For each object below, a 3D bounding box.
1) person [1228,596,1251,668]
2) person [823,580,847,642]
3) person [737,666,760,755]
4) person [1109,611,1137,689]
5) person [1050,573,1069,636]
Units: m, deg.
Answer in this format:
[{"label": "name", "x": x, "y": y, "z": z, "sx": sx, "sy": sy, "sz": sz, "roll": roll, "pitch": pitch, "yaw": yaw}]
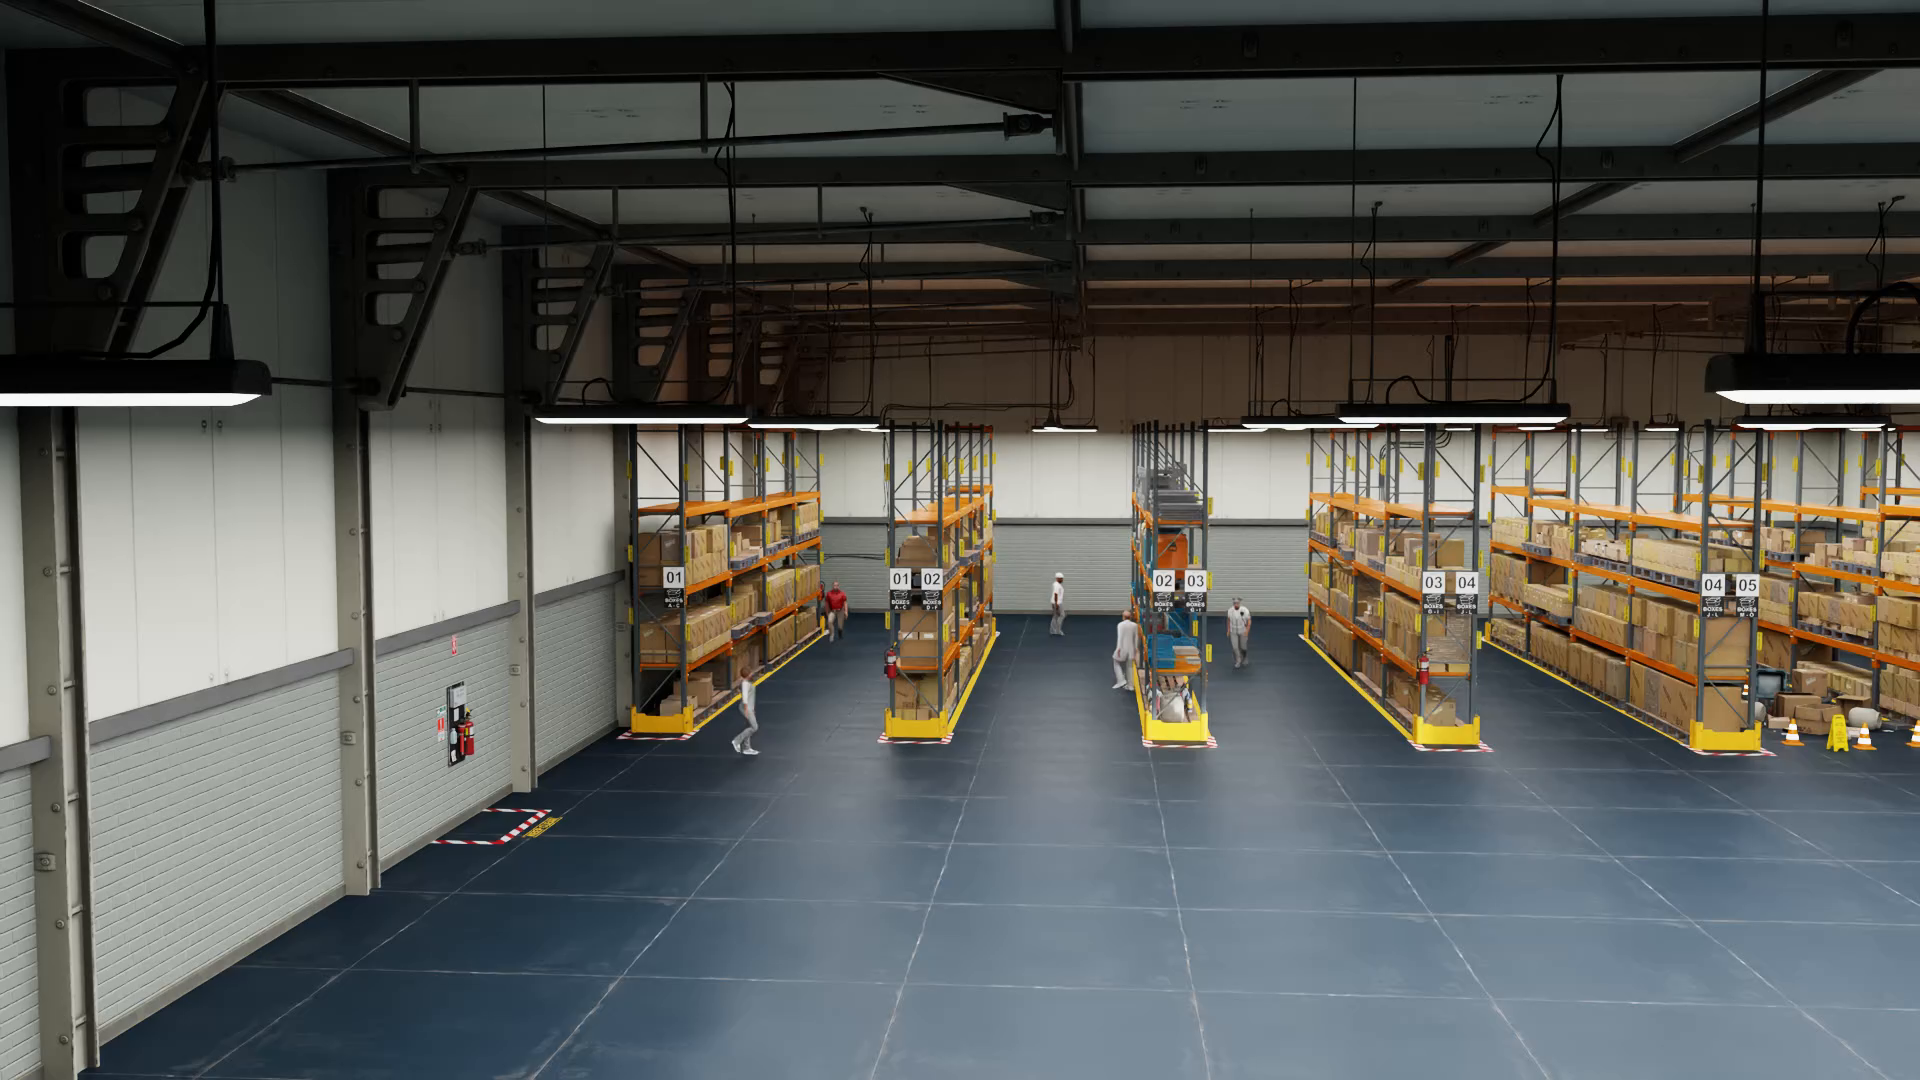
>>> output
[{"label": "person", "x": 6.912, "y": 2.260, "z": 41.089, "sx": 0.596, "sy": 1.771, "sz": 0.538, "roll": 2, "pitch": 4, "yaw": 27}, {"label": "person", "x": -3.285, "y": 1.877, "z": 43.929, "sx": 0.647, "sy": 1.649, "sz": 1.052, "roll": 0, "pitch": 4, "yaw": 2}, {"label": "person", "x": -3.778, "y": 3.038, "z": 29.619, "sx": 0.421, "sy": 1.590, "sz": 0.456, "roll": -1, "pitch": 4, "yaw": -11}, {"label": "person", "x": 3.719, "y": 2.534, "z": 37.390, "sx": 0.572, "sy": 1.711, "sz": 0.788, "roll": -1, "pitch": 4, "yaw": -19}, {"label": "person", "x": 2.842, "y": 1.838, "z": 47.571, "sx": 0.546, "sy": 1.806, "sz": 0.653, "roll": 0, "pitch": 4, "yaw": 3}]
